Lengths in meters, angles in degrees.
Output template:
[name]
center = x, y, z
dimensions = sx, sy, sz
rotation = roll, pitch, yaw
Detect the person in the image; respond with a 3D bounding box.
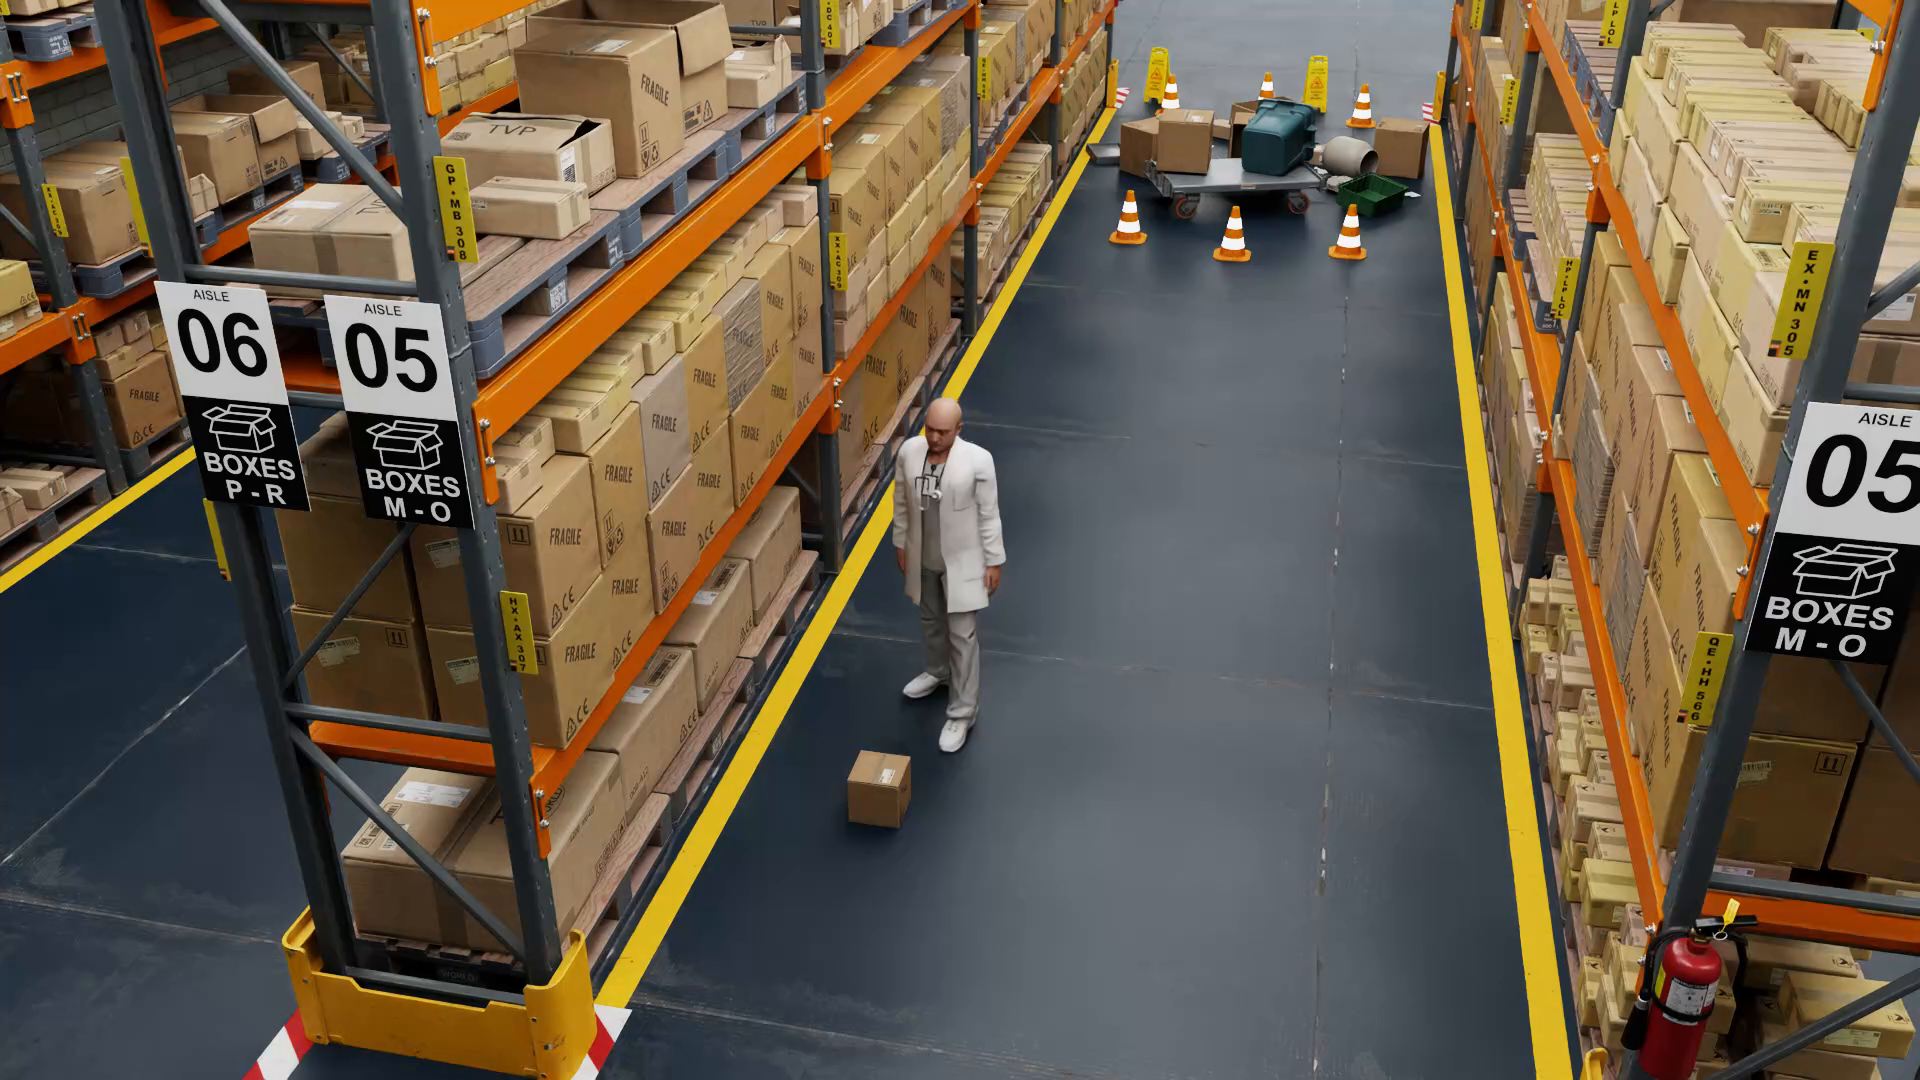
[person]
center = -0.118, 0.122, 8.384
dimensions = 0.632, 1.768, 0.695
rotation = 14, 31, 24
